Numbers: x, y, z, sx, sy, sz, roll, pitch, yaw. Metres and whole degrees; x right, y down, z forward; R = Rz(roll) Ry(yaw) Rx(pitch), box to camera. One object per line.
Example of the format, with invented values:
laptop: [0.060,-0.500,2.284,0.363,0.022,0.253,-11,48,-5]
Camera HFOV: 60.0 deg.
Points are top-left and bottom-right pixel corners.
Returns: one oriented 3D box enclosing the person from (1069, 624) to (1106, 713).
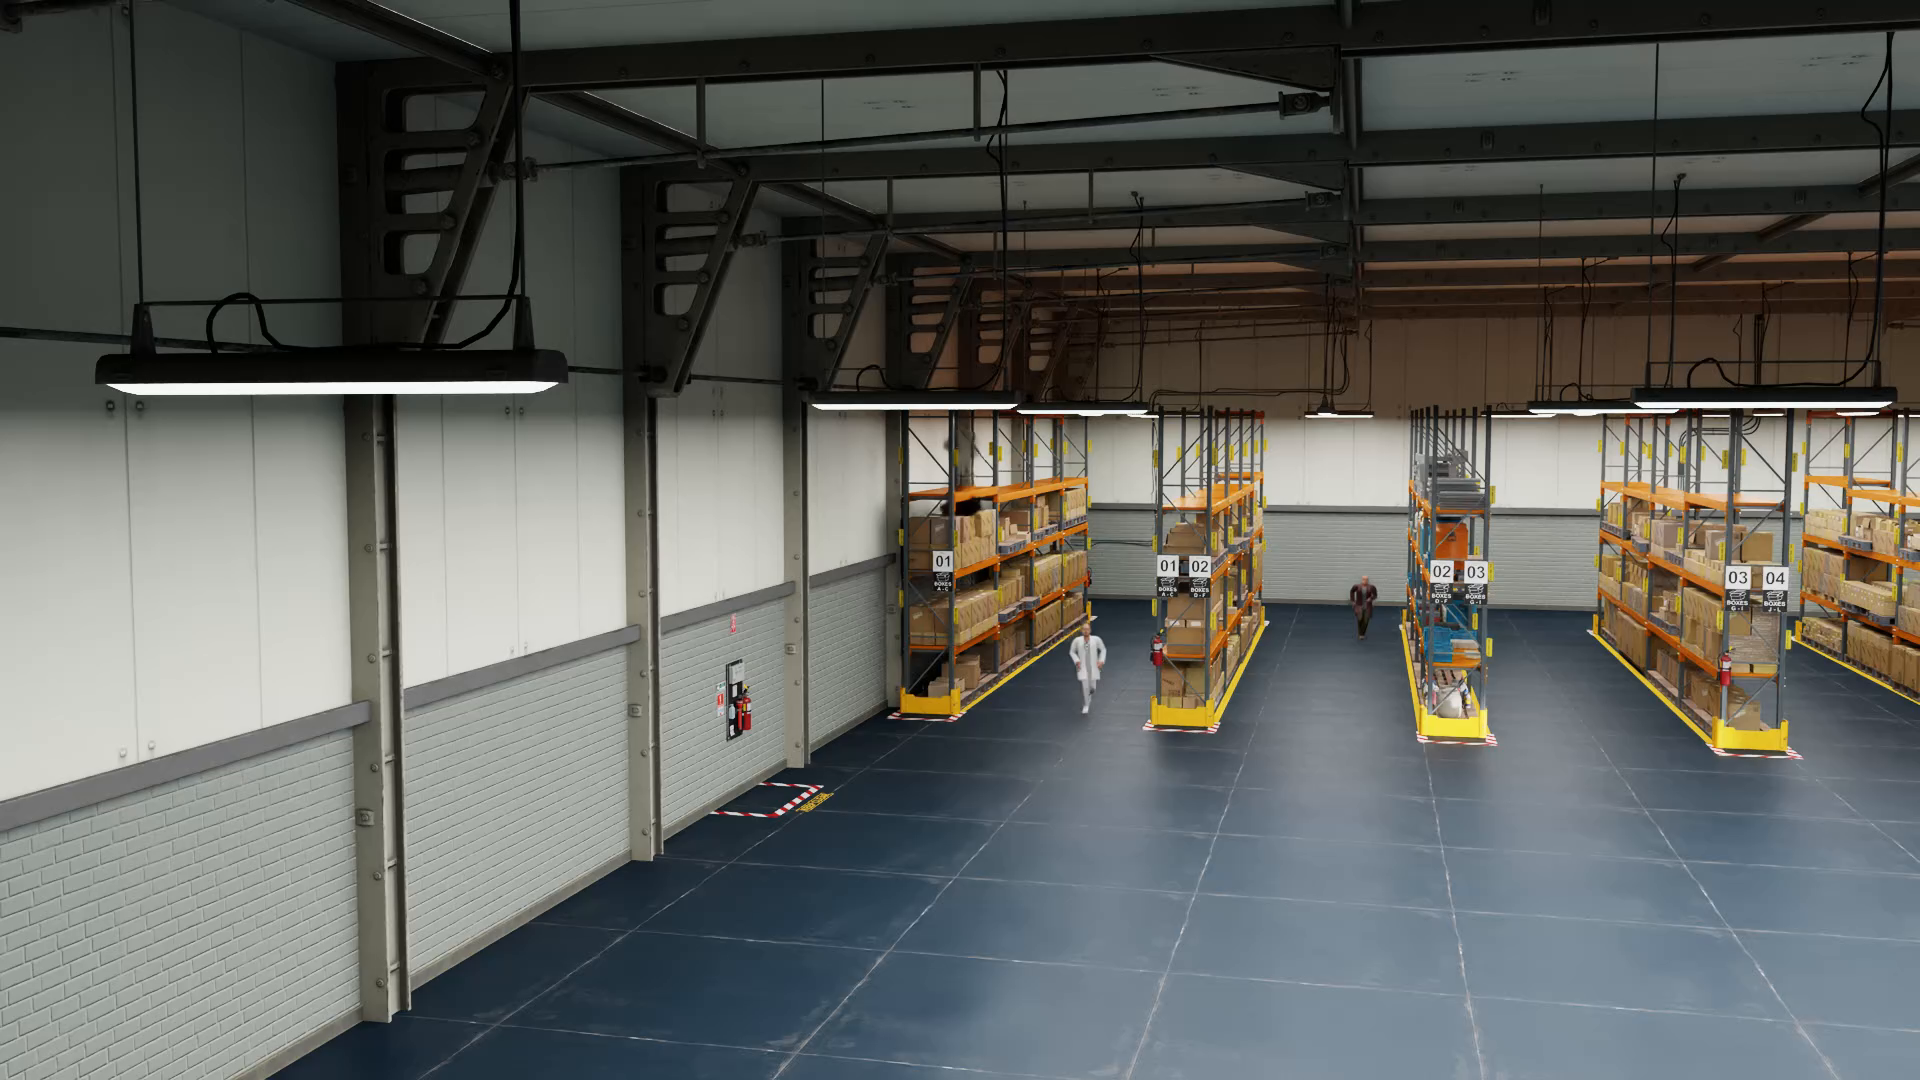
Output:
person: [2.508,2.515,32.713,0.723,1.748,0.713,0,4,3]

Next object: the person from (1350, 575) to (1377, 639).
person: [10.484,1.754,43.179,0.666,1.701,0.780,1,4,7]
